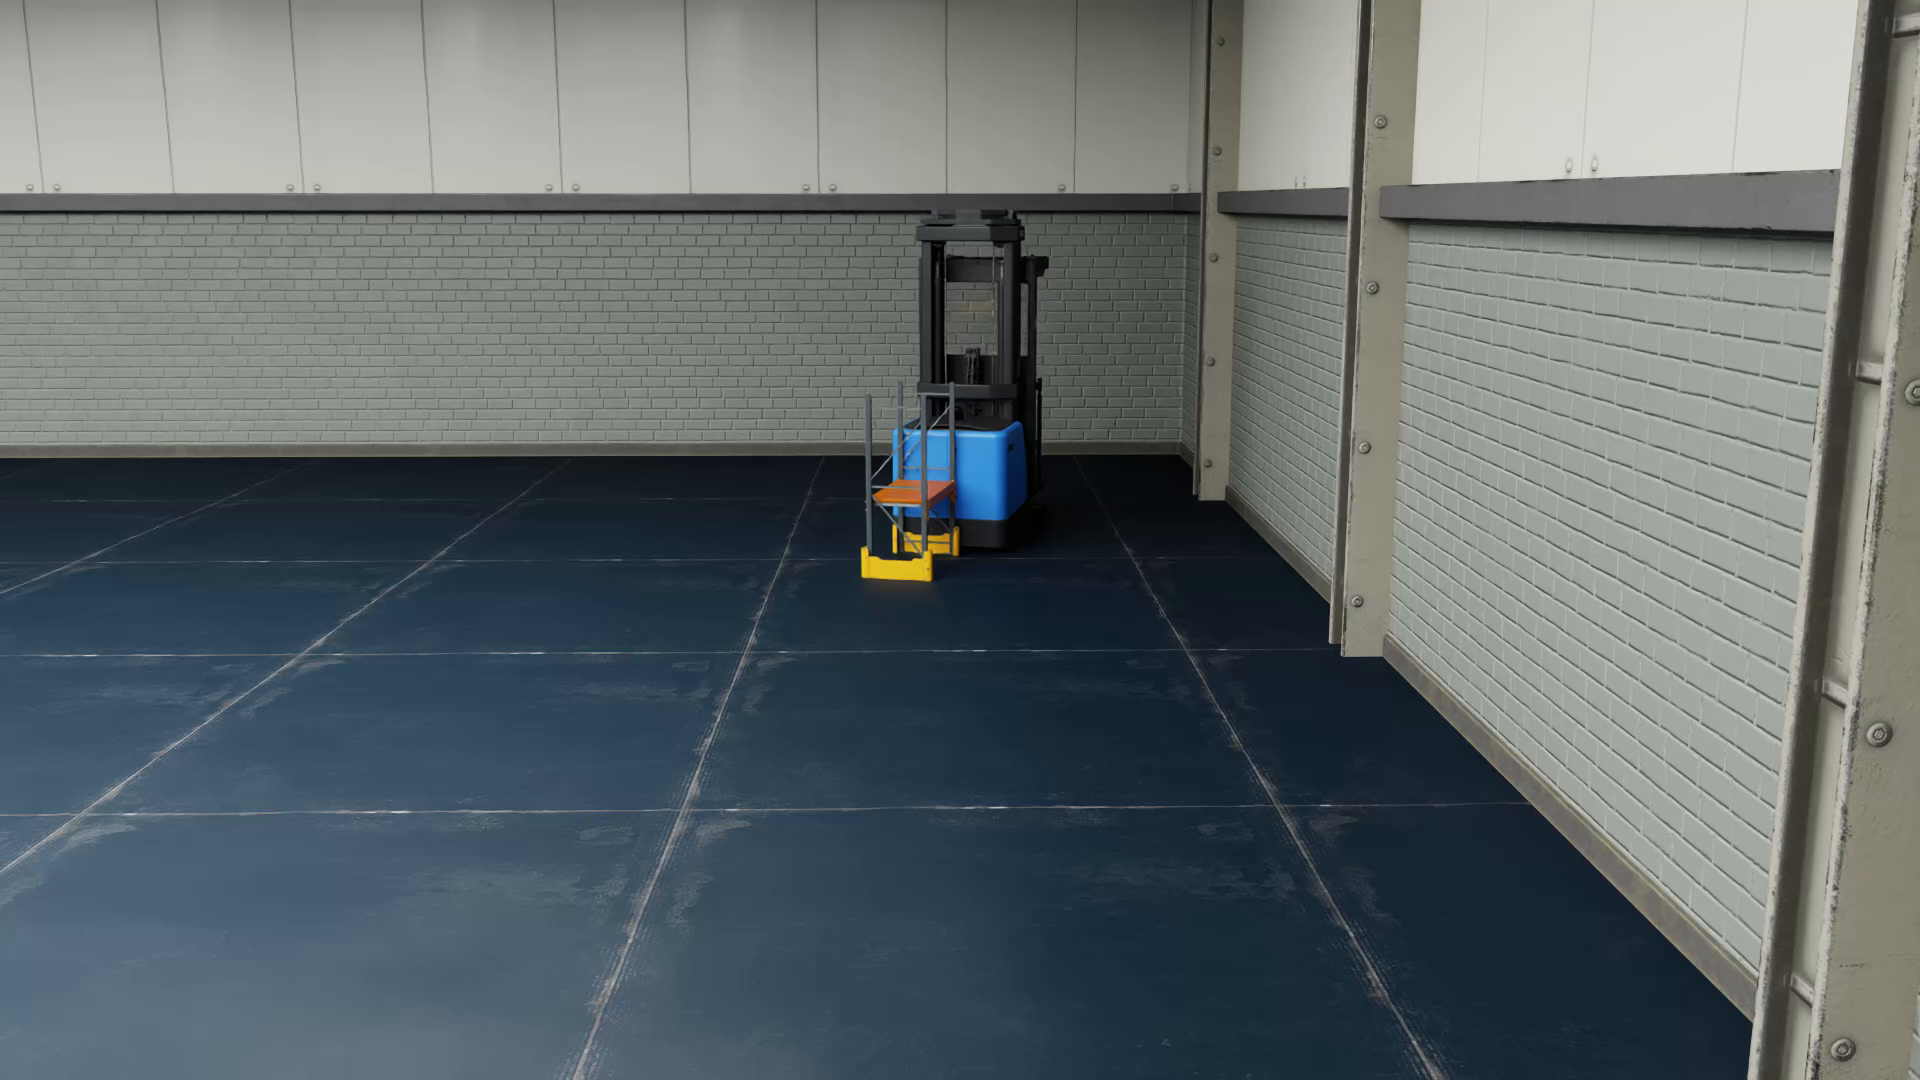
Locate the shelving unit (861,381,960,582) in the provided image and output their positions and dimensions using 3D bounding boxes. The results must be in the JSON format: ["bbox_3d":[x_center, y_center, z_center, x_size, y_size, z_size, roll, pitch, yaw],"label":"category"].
[{"bbox_3d":[-0.401,-0.515,13.827,0.587,1.500,1.083,3,12,12],"label":"shelving unit"}]

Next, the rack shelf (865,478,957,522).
[{"bbox_3d":[-0.399,-0.341,13.872,0.538,0.185,1.000,3,12,12],"label":"rack shelf"}]

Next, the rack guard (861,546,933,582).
[{"bbox_3d":[-0.509,0.194,13.475,0.587,0.250,0.087,3,12,12],"label":"rack guard"}]

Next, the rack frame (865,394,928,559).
[{"bbox_3d":[-0.509,-0.418,13.349,0.500,1.500,0.032,3,12,12],"label":"rack frame"}]

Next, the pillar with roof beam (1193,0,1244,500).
[{"bbox_3d":[-1.704,-4.840,16.284,9.100,9.000,0.400,0,11,-1],"label":"pillar with roof beam"}]

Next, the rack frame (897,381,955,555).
[{"bbox_3d":[-0.289,-0.616,14.322,0.500,1.500,0.032,3,12,12],"label":"rack frame"}]

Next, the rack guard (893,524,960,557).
[{"bbox_3d":[-0.294,0.001,14.428,0.587,0.250,0.087,3,12,12],"label":"rack guard"}]

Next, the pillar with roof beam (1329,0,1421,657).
[{"bbox_3d":[-1.580,-3.647,10.405,9.100,9.000,0.400,0,11,-1],"label":"pillar with roof beam"}]

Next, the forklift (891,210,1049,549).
[{"bbox_3d":[0.218,-1.610,15.621,1.130,2.935,3.031,3,12,12],"label":"forklift"}]
